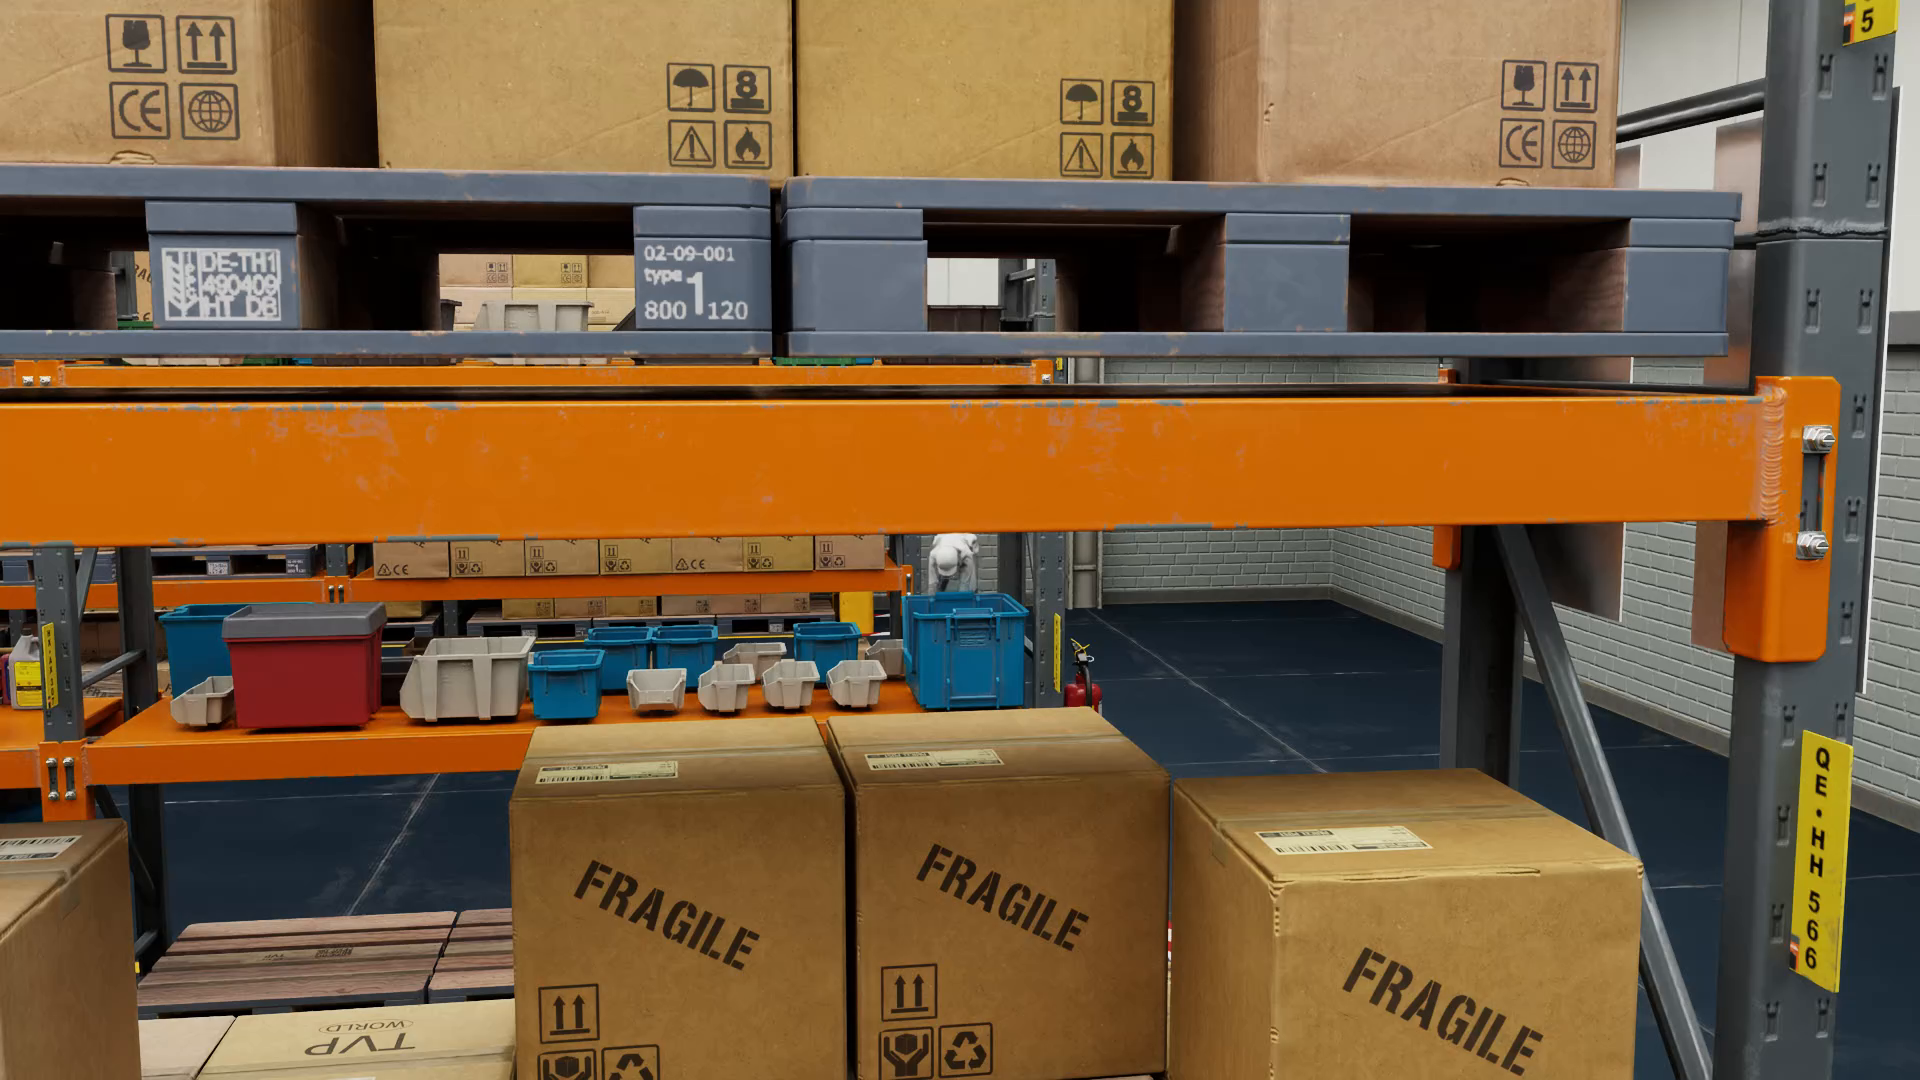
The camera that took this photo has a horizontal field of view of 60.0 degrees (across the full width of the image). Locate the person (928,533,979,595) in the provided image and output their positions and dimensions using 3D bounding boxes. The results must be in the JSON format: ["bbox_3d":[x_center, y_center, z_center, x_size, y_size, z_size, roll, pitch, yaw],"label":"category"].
[{"bbox_3d":[-0.077,0.436,16.835,0.485,1.077,1.010,1,7,10],"label":"person"}]
